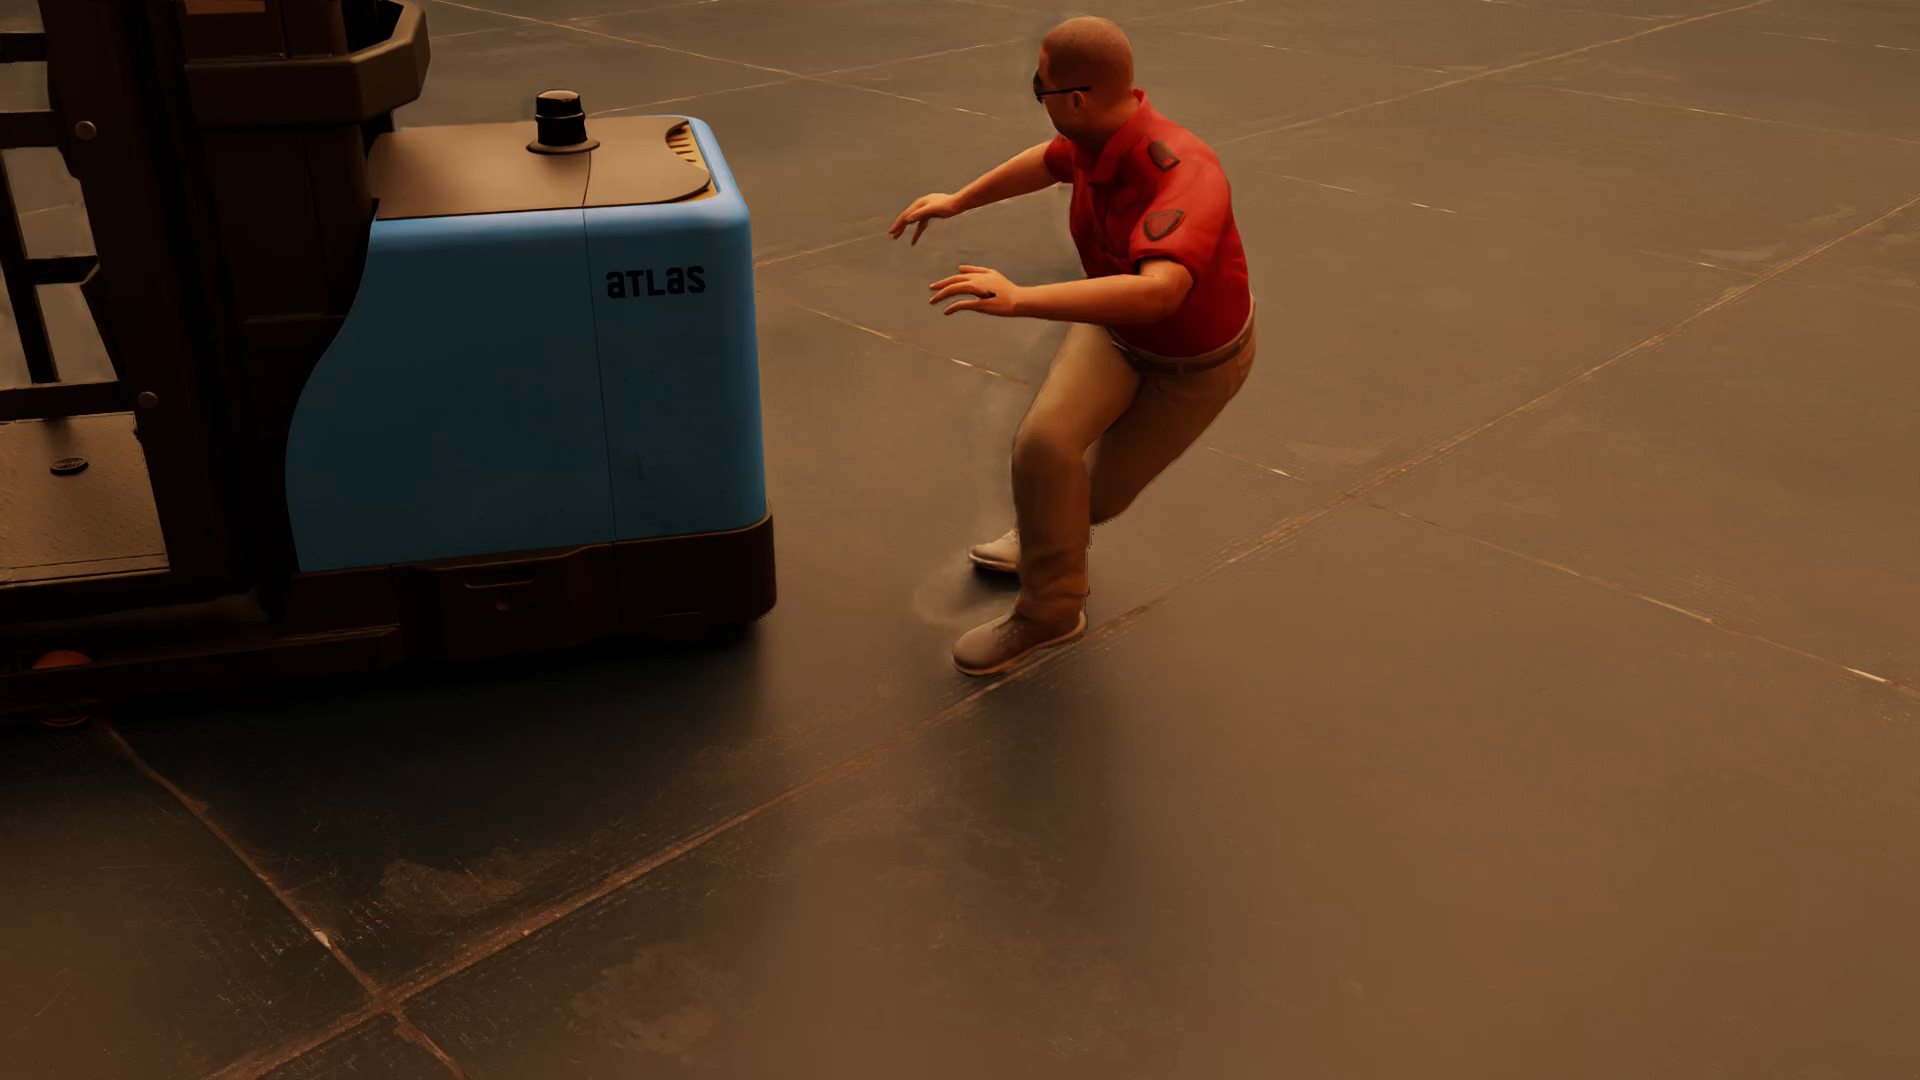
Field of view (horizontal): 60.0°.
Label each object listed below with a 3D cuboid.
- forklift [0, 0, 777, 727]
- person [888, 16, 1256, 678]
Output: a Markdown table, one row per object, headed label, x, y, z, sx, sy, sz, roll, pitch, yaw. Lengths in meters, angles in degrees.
| label | x | y | z | sx | sy | sz | roll | pitch | yaw |
| --- | --- | --- | --- | --- | --- | --- | --- | --- | --- |
| forklift | -2.022 | -1.137 | 3.532 | 3.031 | 2.935 | 1.130 | -6 | 27 | -12 |
| person | 0.181 | -0.409 | 3.681 | 0.997 | 1.486 | 0.966 | 22 | 34 | 38 |
